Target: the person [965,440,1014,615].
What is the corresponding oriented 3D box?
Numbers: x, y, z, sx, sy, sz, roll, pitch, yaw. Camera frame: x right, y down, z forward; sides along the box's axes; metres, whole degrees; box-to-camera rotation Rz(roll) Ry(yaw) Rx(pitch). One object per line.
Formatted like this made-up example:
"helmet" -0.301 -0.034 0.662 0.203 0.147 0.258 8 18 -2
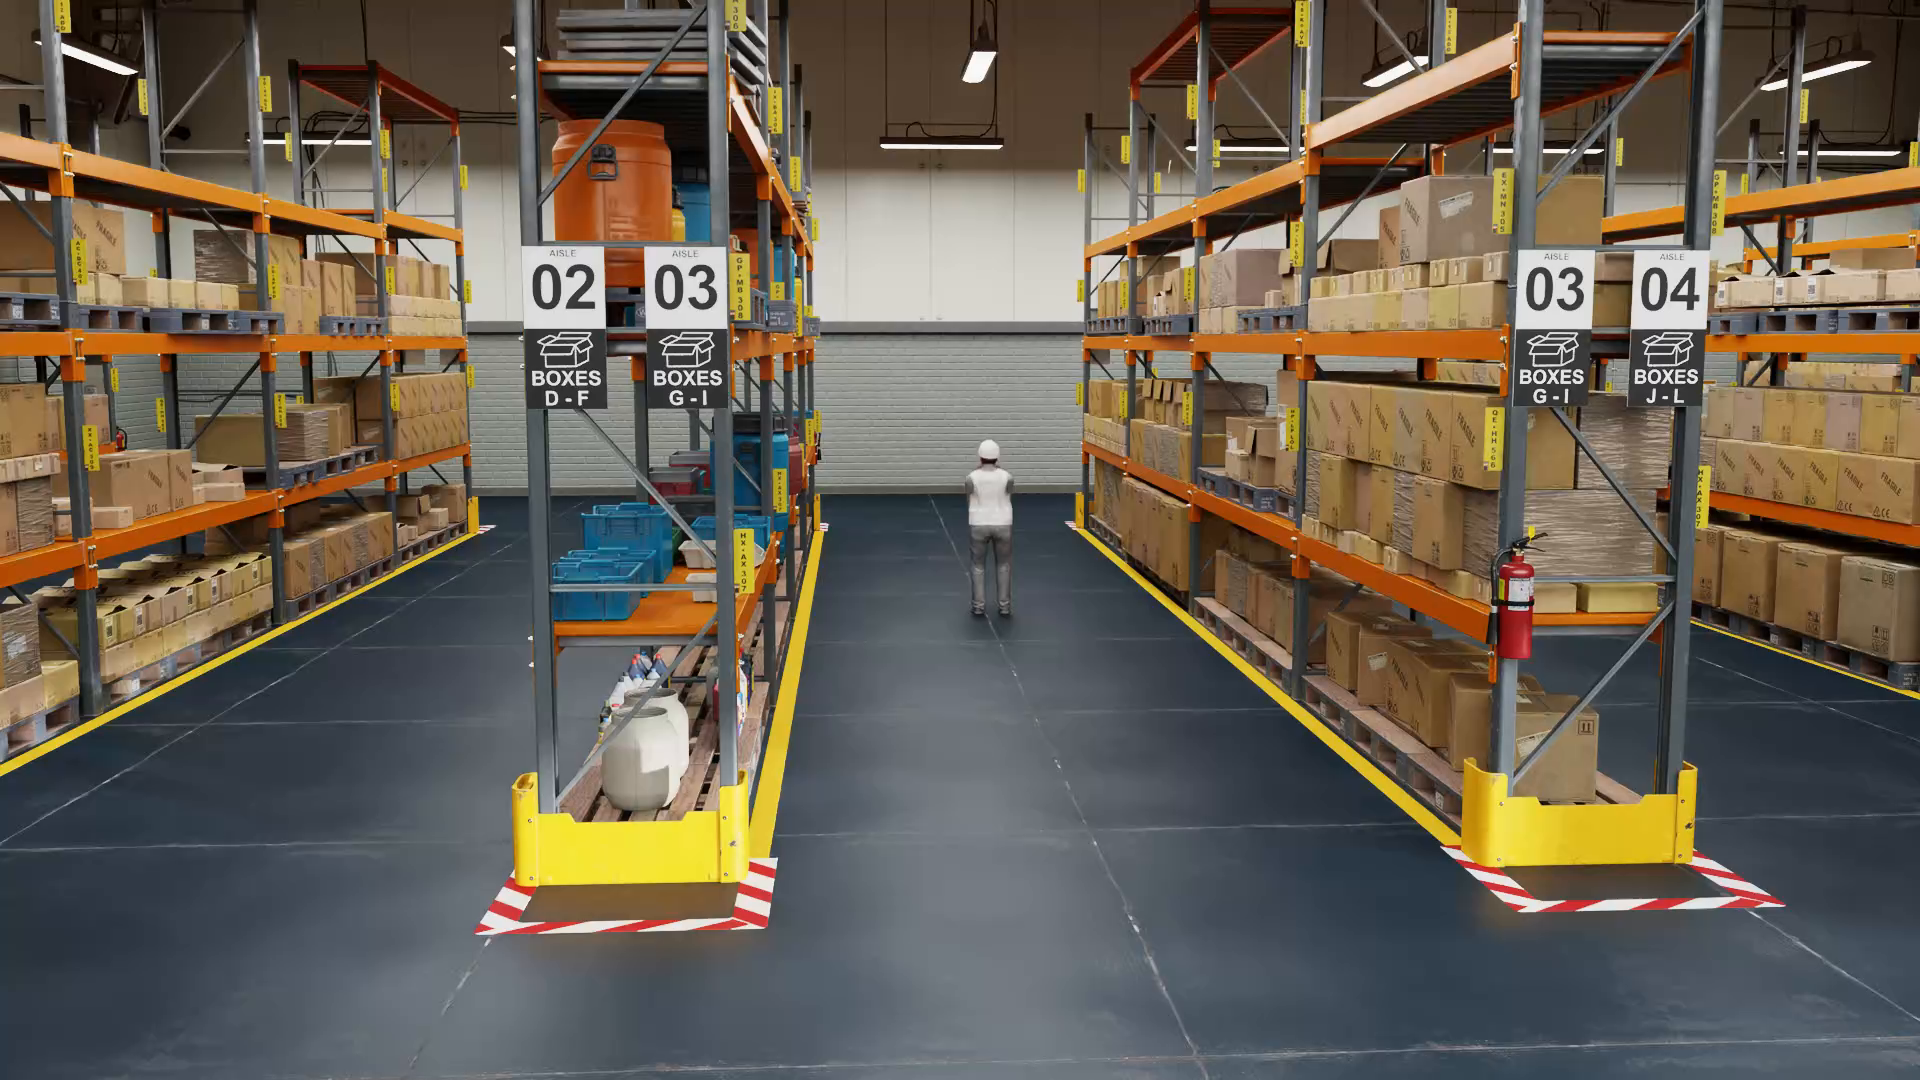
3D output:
"person" 0.288 -0.144 16.876 0.494 1.763 0.549 0 7 -3
